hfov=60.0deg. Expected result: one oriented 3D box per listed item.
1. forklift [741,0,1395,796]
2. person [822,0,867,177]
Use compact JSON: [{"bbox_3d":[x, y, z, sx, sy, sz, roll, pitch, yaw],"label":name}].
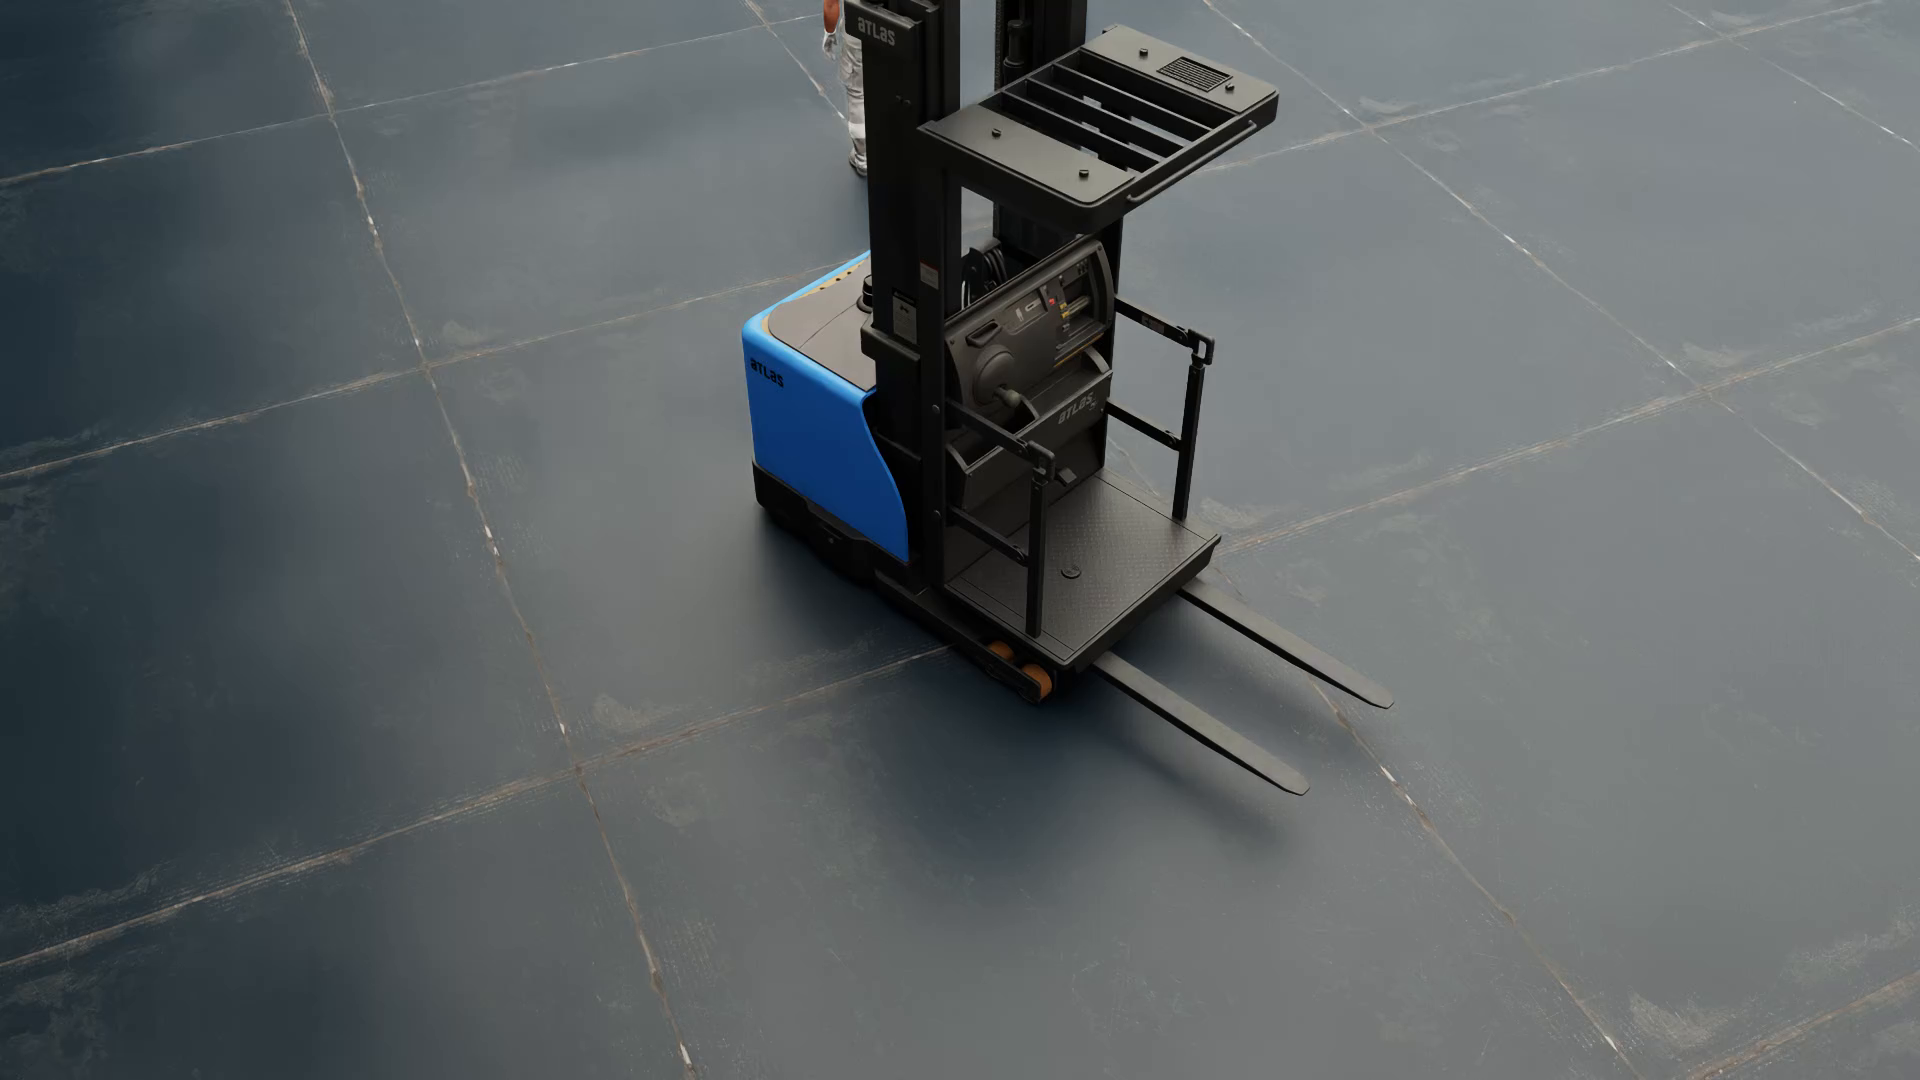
[{"bbox_3d":[0.445,-0.788,6.525,3.031,2.935,1.130,32,52,30],"label":"forklift"},{"bbox_3d":[-0.501,-2.964,9.704,0.617,1.778,0.453,-7,43,-7],"label":"person"}]
